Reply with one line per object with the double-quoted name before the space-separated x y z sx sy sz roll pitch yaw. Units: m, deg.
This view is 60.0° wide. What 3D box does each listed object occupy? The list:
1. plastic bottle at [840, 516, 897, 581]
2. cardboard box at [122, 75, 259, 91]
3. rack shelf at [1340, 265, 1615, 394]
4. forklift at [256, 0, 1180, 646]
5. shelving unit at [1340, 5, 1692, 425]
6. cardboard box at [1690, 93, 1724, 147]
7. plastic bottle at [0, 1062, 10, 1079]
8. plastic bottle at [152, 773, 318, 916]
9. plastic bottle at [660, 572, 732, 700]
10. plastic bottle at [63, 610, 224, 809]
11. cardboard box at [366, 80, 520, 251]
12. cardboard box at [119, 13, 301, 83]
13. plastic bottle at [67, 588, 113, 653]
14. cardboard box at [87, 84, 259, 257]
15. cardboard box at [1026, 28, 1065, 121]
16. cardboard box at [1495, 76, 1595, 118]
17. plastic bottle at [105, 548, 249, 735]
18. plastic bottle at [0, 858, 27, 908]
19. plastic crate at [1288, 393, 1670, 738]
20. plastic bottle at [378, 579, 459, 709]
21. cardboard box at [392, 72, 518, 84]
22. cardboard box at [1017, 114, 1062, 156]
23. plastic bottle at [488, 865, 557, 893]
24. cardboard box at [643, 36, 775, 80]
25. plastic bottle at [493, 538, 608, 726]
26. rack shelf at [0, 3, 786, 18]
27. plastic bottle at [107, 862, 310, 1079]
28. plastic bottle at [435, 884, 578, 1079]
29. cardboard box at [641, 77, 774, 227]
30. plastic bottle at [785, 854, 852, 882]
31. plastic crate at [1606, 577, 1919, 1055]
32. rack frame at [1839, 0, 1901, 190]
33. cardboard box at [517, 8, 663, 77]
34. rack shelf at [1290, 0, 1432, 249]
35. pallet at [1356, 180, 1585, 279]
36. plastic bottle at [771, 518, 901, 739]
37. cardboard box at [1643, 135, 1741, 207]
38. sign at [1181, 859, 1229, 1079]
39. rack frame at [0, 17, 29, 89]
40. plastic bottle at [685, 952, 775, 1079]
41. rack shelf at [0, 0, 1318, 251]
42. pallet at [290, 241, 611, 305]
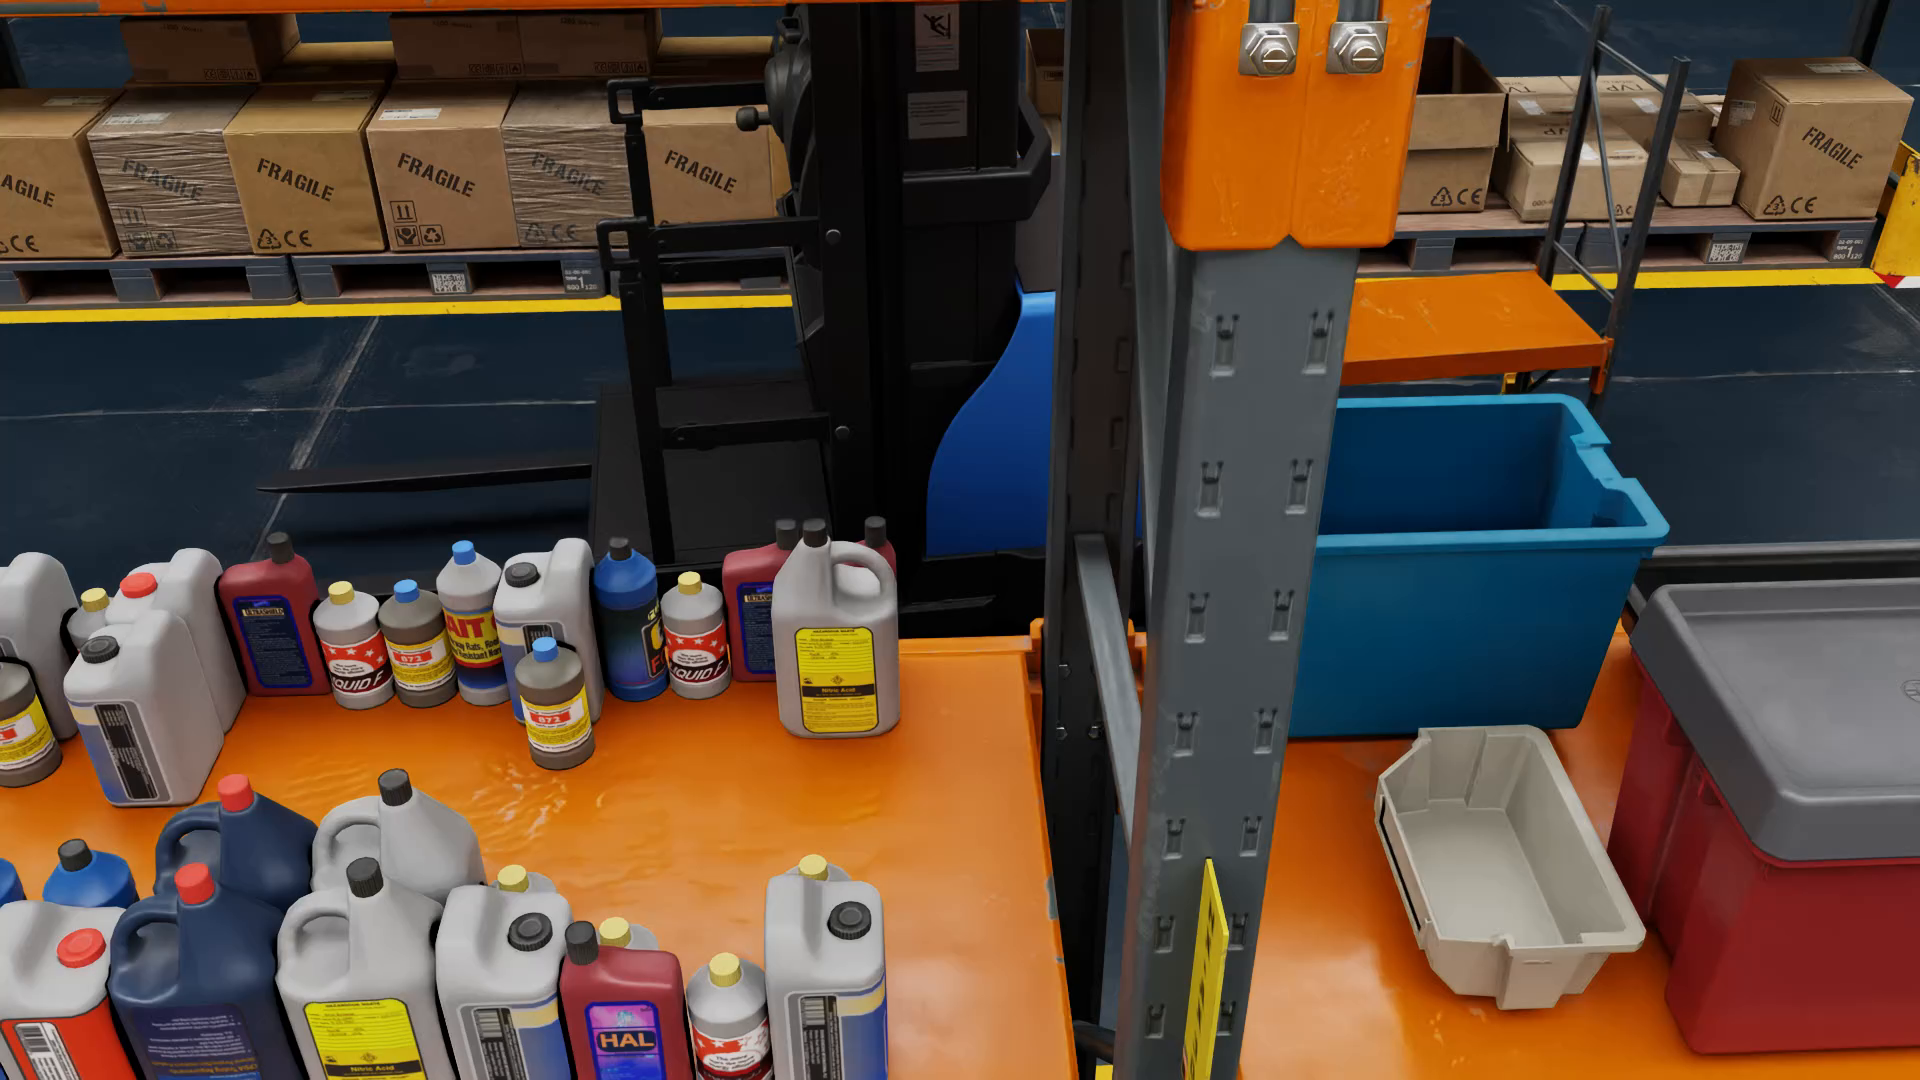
"plastic bottle" -0.164 0.090 2.587 0.133 0.283 0.061 -2 35 -2
"cardboard box" -3.081 -1.745 6.946 0.500 0.500 0.500 0 35 0
"rack shelf" 1.418 -0.624 5.149 1.000 0.185 0.538 -5 35 -7
"forklift" -0.617 -1.152 4.340 3.031 2.935 1.130 -5 35 -7
"shelving unit" 1.427 -0.772 5.048 1.083 1.500 0.587 -5 35 -7
"cardboard box" 3.303 -1.842 7.379 0.250 0.166 0.380 -2 35 -2
"plastic bottle" -1.159 0.547 1.933 0.135 0.276 0.152 -2 35 -2
"plastic bottle" -0.872 0.429 2.038 0.185 0.351 0.144 -2 35 -2
"plastic bottle" -0.412 0.141 2.585 0.097 0.201 0.097 0 35 0
"plastic bottle" -1.176 0.233 2.387 0.135 0.276 0.152 -2 35 -2
"cardboard box" -1.991 -1.481 6.564 0.500 0.500 0.500 -3 35 -4
"cardboard box" -3.025 -2.057 6.738 0.500 0.250 0.500 0 35 0
"plastic bottle" -1.300 0.165 2.551 0.097 0.201 0.097 0 35 0
"cardboard box" -3.013 -1.454 6.524 0.500 0.500 0.500 -3 35 -4
"cardboard box" 0.547 -1.871 7.127 0.500 0.500 0.500 -2 35 -2
"cardboard box" 2.432 -1.819 7.272 0.500 0.250 0.500 -2 35 -2
"plastic bottle" -1.183 0.146 2.511 0.135 0.276 0.152 -2 35 -2
"plastic bottle" -1.183 0.479 2.036 0.097 0.271 0.097 0 35 0
"plastic crate" 0.673 0.050 2.503 0.575 0.384 0.392 -2 35 -2
"plastic bottle" -0.838 0.152 2.569 0.097 0.201 0.097 0 35 0
"cardboard box" -2.040 -1.776 6.991 0.500 0.500 0.500 -3 35 -4
"cardboard box" 0.421 -1.505 6.765 0.500 0.311 0.500 -2 35 -2
"plastic bottle" -0.545 0.490 2.080 0.097 0.201 0.097 0 35 0
"cardboard box" -1.035 -1.799 7.024 0.500 0.500 0.500 -1 35 -2
"plastic bottle" -0.623 0.131 2.533 0.135 0.276 0.152 -2 35 -2
"rack shelf" -2.006 -2.191 6.413 4.000 0.370 1.077 -2 35 -2
"plastic bottle" -0.865 0.511 1.920 0.185 0.351 0.144 -2 35 -2
"plastic bottle" -0.521 0.530 1.958 0.135 0.276 0.152 -2 35 -2
"cardboard box" -0.982 -1.509 6.605 0.500 0.500 0.500 -1 35 -2
"plastic bottle" -0.180 0.480 2.095 0.097 0.201 0.097 0 35 0
"plastic crate" 1.126 0.342 2.011 0.583 0.464 0.402 -2 35 -2
"rack frame" 3.987 -2.649 6.442 0.127 3.000 1.000 -2 35 -2
"cardboard box" -1.502 -2.101 6.801 0.500 0.250 0.500 -1 35 -2
"rack shelf" 2.220 -0.717 1.646 4.000 0.370 1.077 -2 35 -2
"pallet" 1.899 -1.447 7.155 1.213 0.211 1.003 -2 35 -2
"plastic bottle" -0.185 0.121 2.482 0.185 0.351 0.144 -2 35 -2
"cardboard box" 3.047 -1.550 6.957 0.250 0.166 0.380 -2 35 -2
"sign" 0.247 0.474 1.687 0.005 0.325 0.100 -2 35 -2
"rack frame" -4.004 -2.433 6.130 0.127 3.000 1.000 -2 35 -2
"plastic bottle" -0.270 0.569 1.966 0.097 0.201 0.097 0 35 0
"rack shelf" -1.775 -0.609 1.491 4.000 0.370 1.077 -2 35 -2
"pallet" -2.041 -1.316 6.967 1.213 0.211 1.003 -2 35 -2
